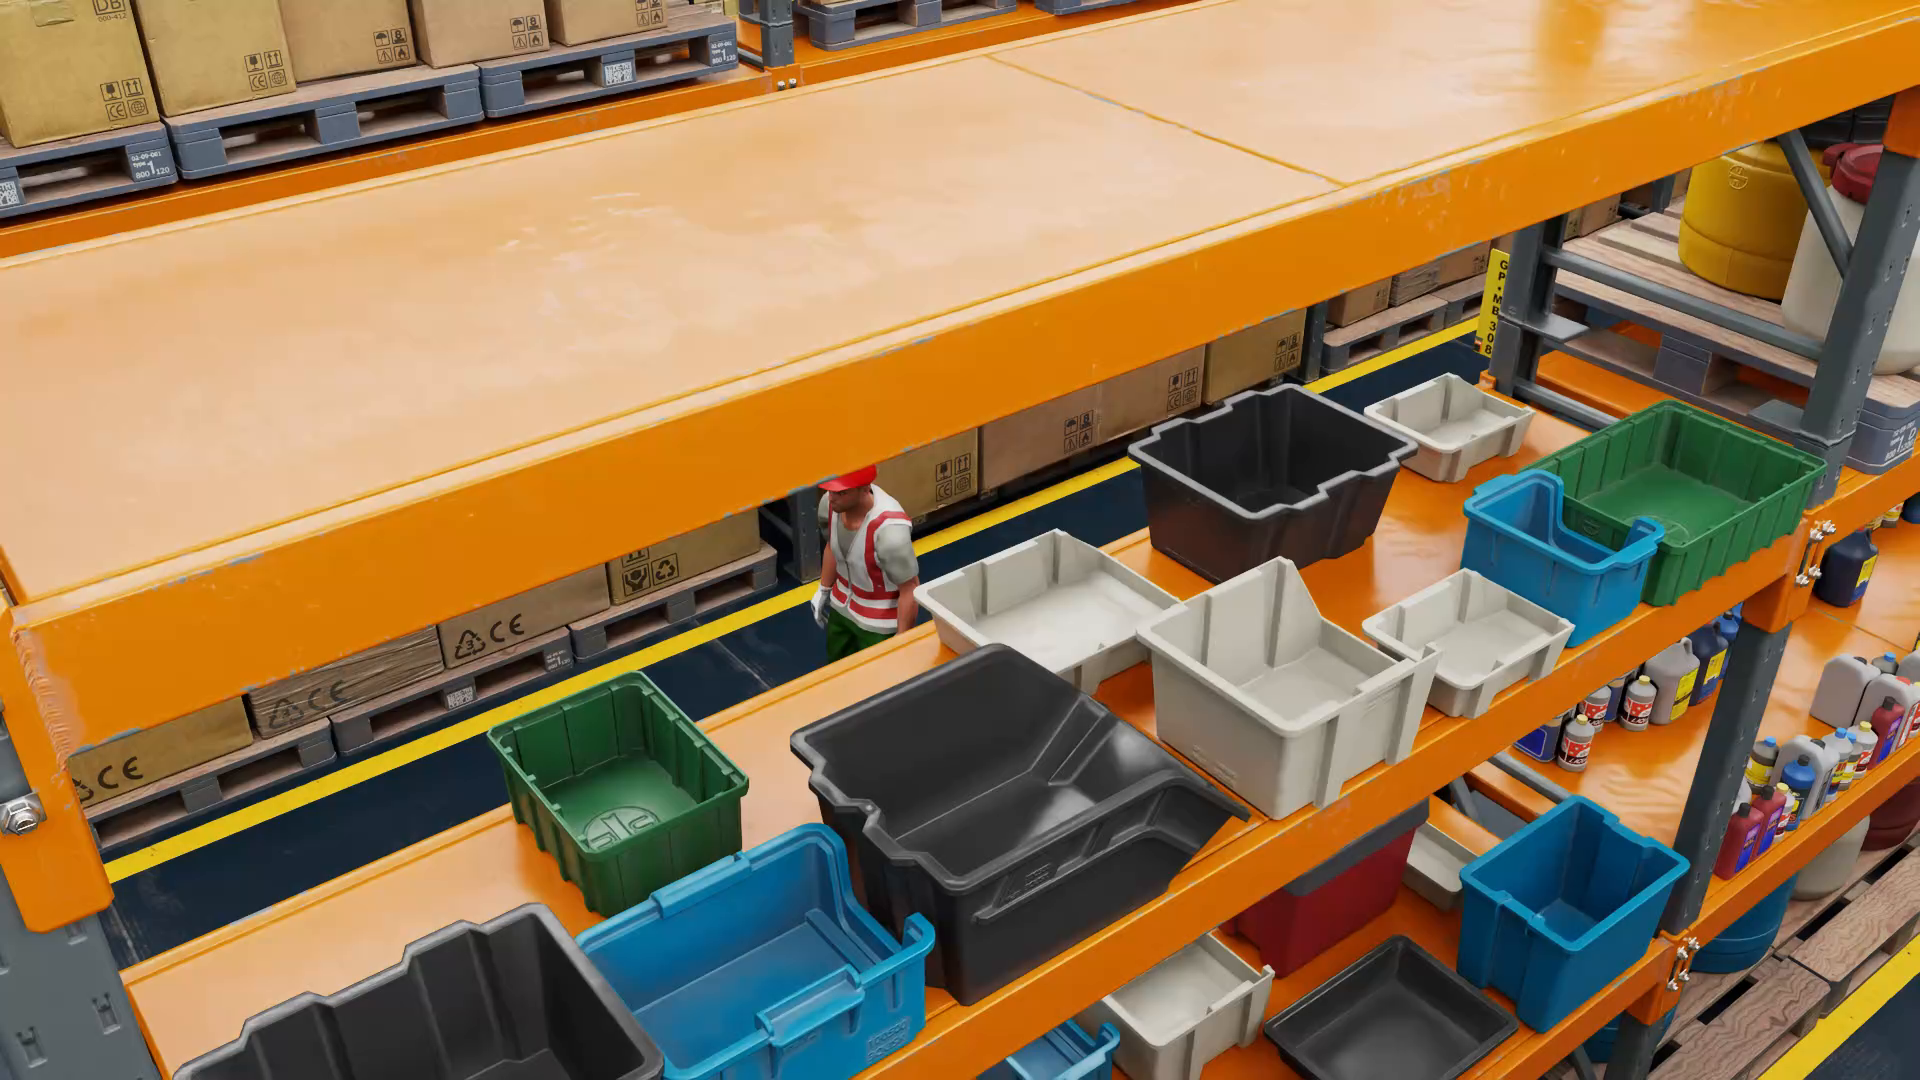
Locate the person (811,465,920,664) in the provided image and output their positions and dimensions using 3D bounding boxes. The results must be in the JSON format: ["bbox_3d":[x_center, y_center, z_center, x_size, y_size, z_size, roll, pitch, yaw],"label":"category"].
[{"bbox_3d":[-0.422,0.347,7.227,0.453,1.778,0.617,-25,40,-34],"label":"person"}]
